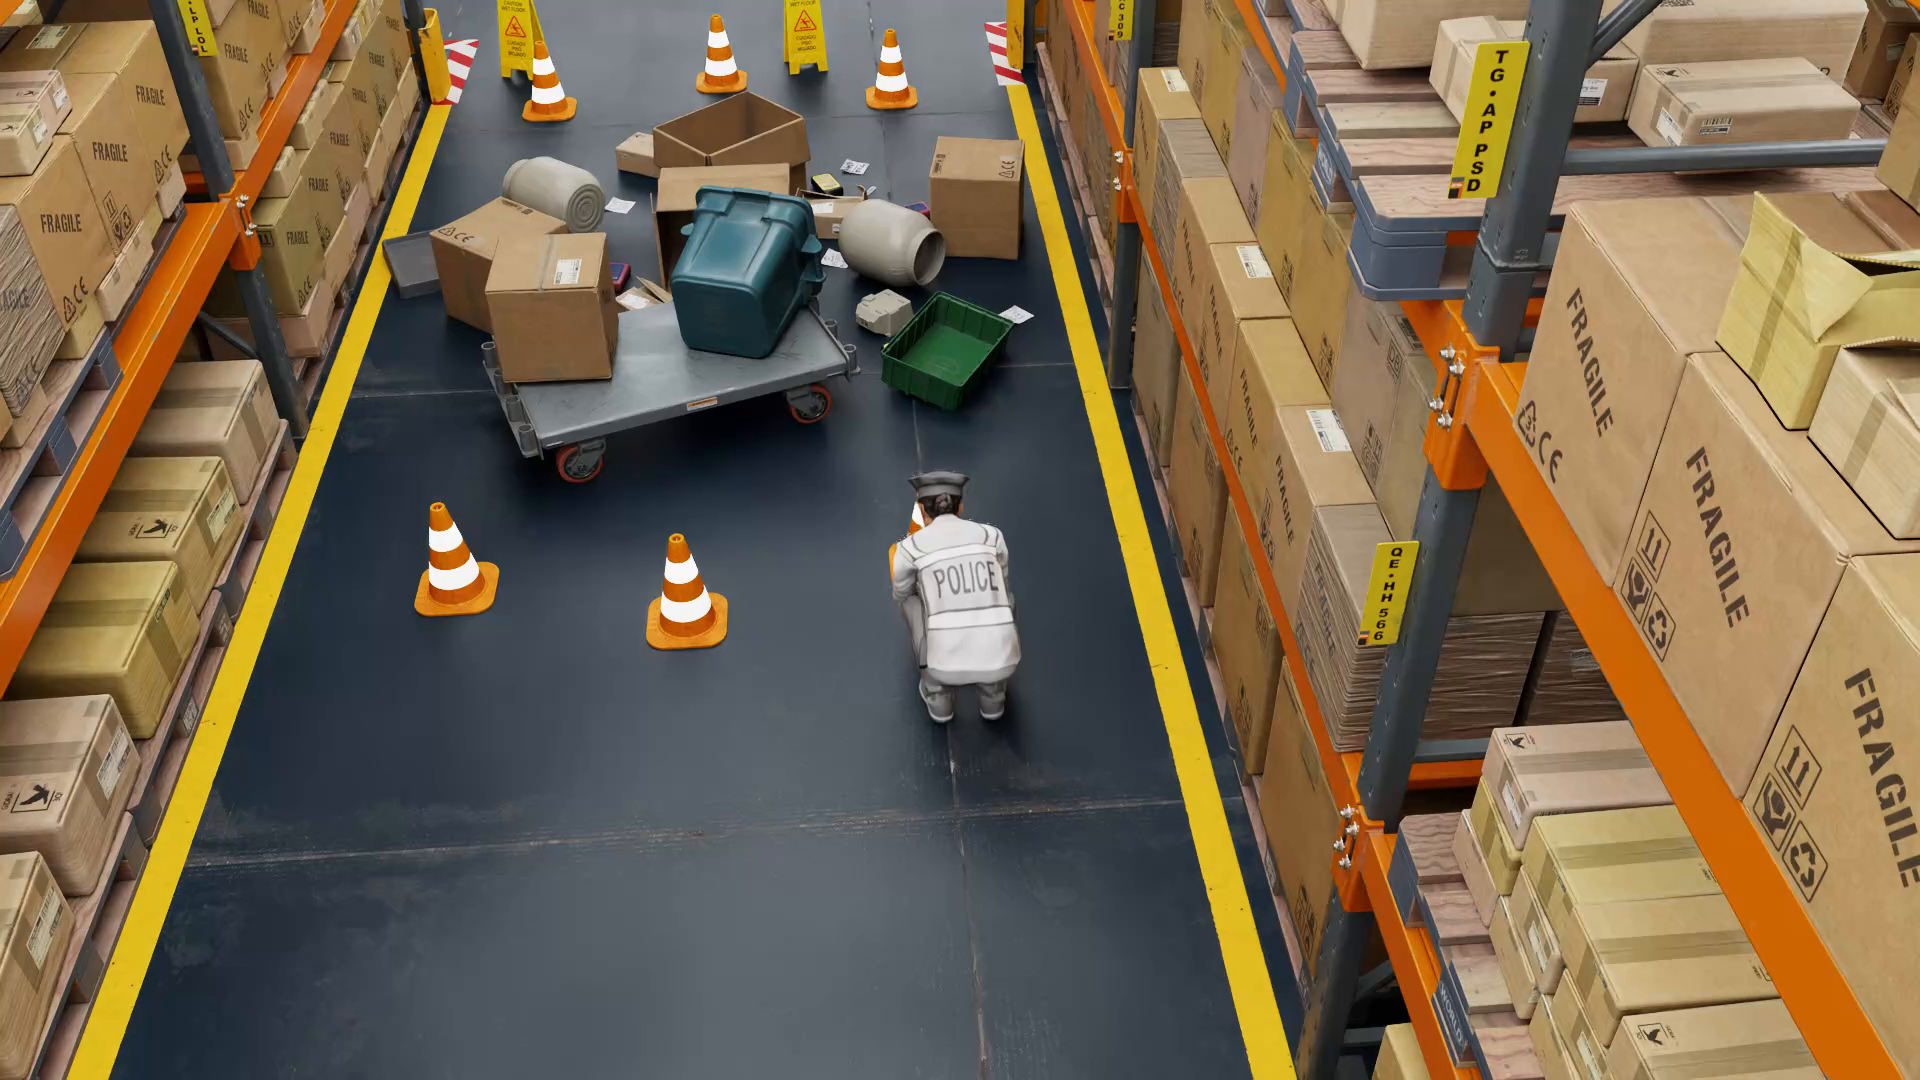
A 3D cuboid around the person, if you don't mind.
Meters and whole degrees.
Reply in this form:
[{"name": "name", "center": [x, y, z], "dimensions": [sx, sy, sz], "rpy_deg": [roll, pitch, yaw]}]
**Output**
[{"name": "person", "center": [-0.015, 0.246, 6.473], "dimensions": [0.483, 0.890, 0.853], "rpy_deg": [-3, 39, -4]}]
